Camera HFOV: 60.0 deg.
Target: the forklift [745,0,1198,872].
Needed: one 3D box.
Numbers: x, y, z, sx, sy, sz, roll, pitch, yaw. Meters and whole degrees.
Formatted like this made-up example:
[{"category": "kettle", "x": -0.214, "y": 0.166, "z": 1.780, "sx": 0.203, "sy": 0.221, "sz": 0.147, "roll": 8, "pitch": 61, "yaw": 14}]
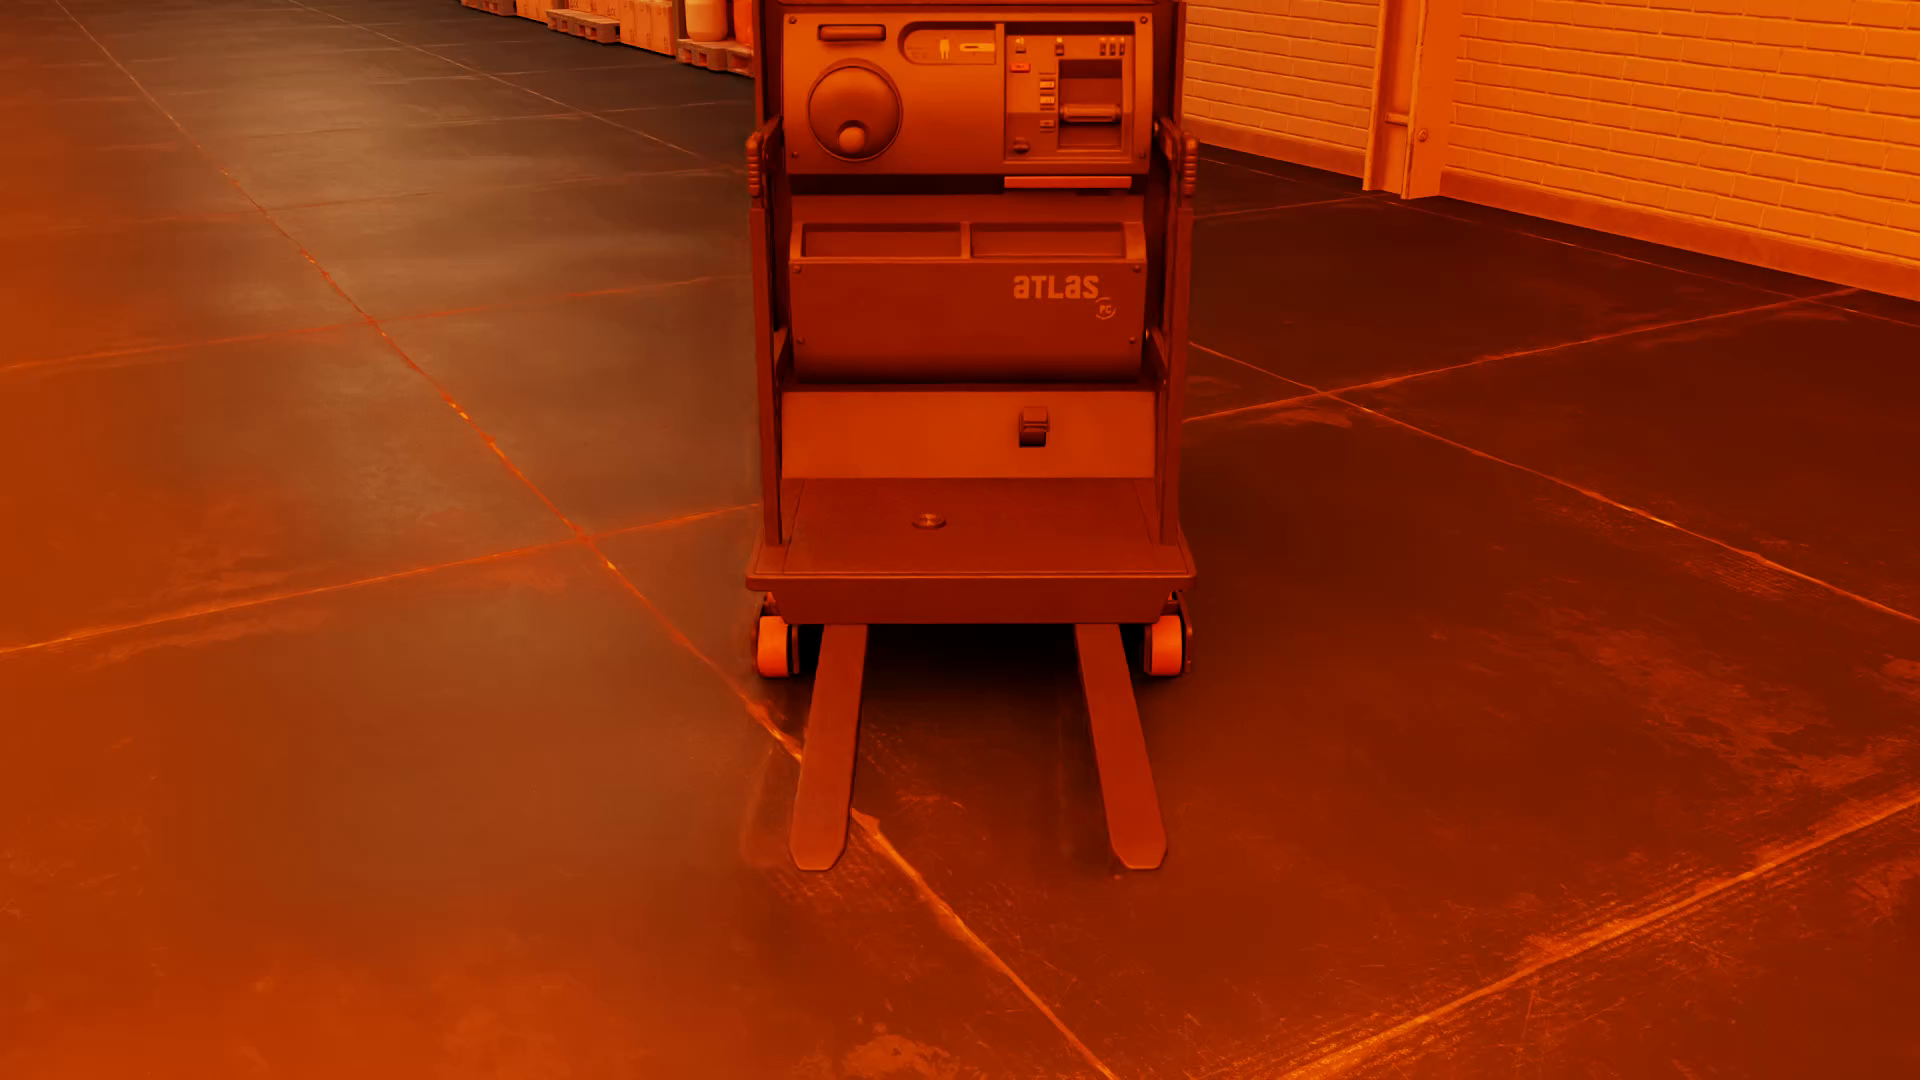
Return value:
[{"category": "forklift", "x": 0.024, "y": -1.118, "z": 3.997, "sx": 1.130, "sy": 2.935, "sz": 3.031, "roll": 0, "pitch": 22, "yaw": 0}]
